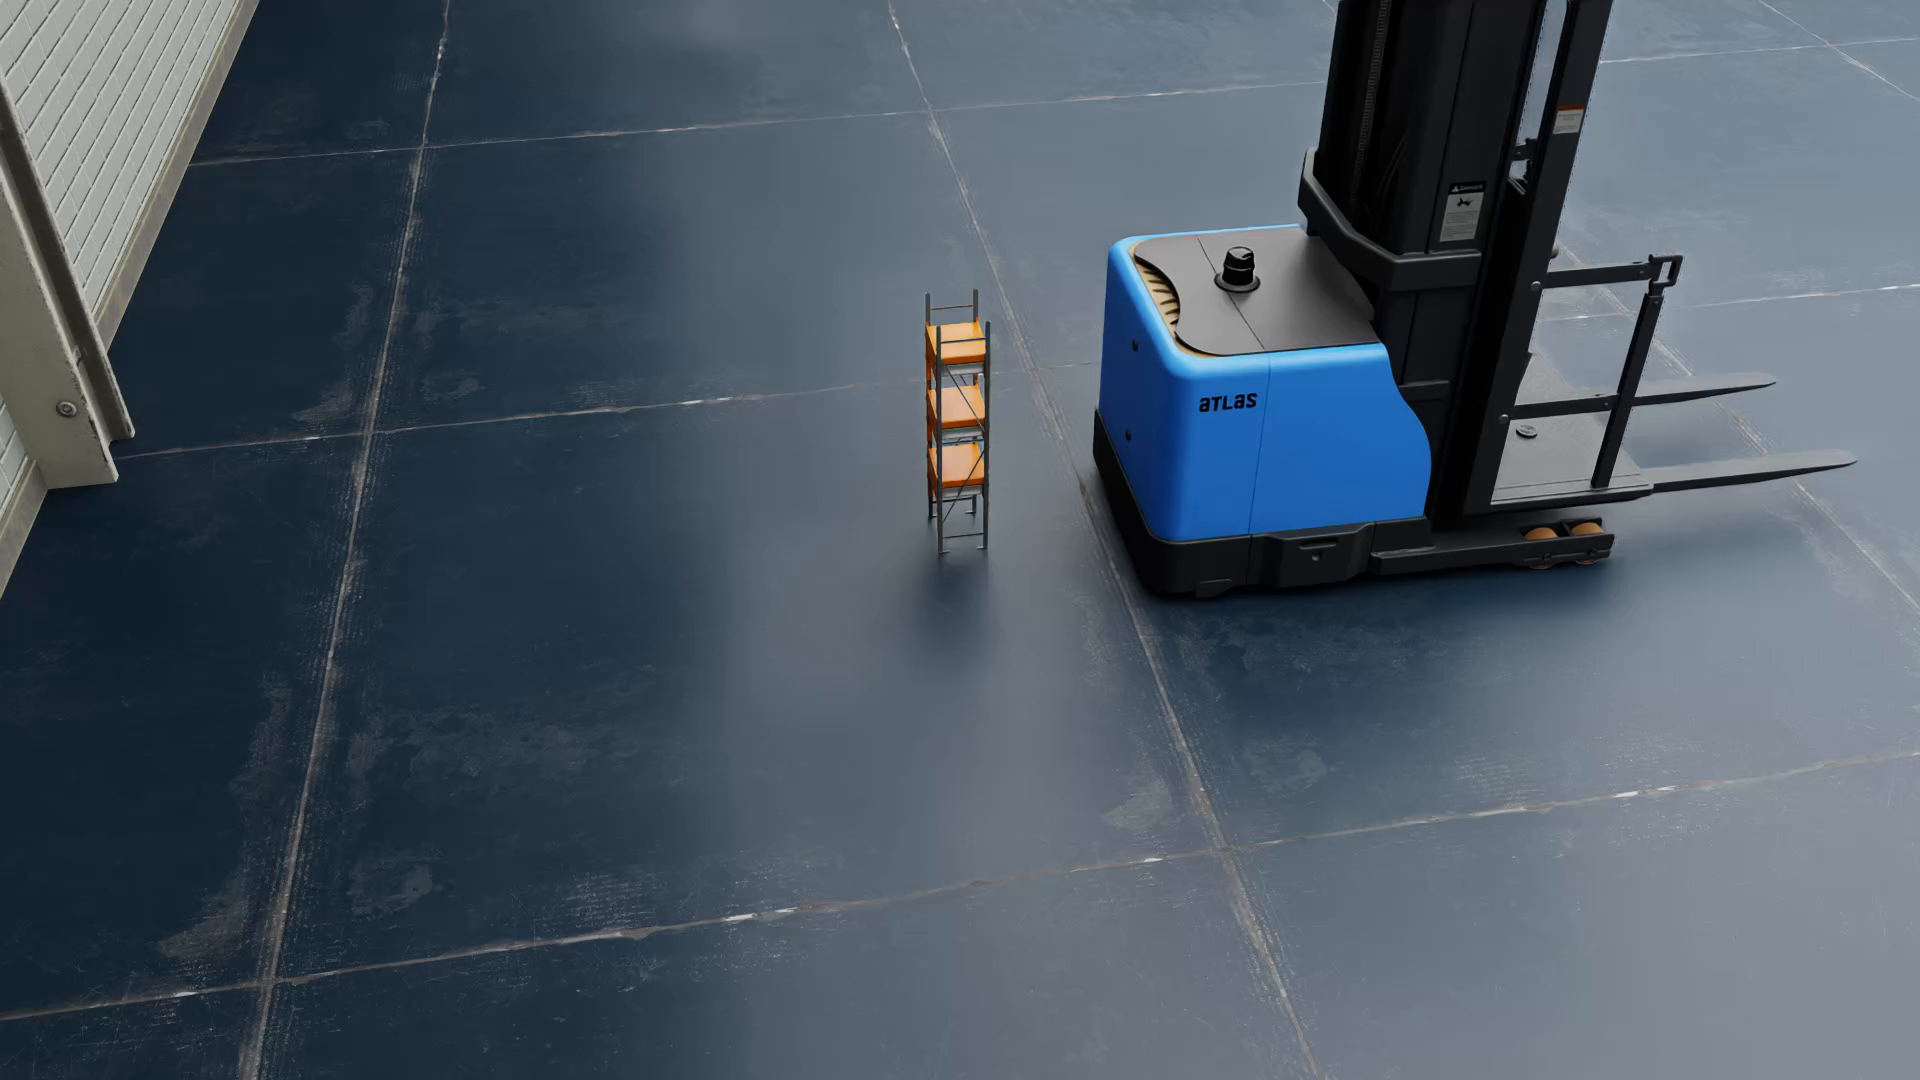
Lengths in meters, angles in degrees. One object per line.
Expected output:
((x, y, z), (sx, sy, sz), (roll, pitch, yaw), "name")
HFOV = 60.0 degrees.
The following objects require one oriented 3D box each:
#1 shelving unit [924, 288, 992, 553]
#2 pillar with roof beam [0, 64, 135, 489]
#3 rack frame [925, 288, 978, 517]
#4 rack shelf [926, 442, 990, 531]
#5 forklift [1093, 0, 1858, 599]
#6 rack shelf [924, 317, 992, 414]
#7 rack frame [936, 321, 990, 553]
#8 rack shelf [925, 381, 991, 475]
((-0.009, -0.447, 6.470), (0.215, 1.050, 0.252), (-6, 38, -8), "shelving unit")
((0.465, -4.365, 5.034), (9.100, 9.000, 0.400), (-6, 38, -8), "pillar with roof beam")
((-0.031, -0.521, 6.564), (0.200, 1.050, 0.008), (-6, 38, -8), "rack frame")
((-0.009, -0.219, 6.647), (0.215, 0.259, 0.240), (-6, 38, -8), "rack shelf")
((2.131, -1.356, 6.106), (3.031, 2.935, 1.130), (-6, 38, -7), "forklift")
((-0.009, -0.663, 6.302), (0.215, 0.259, 0.240), (-6, 38, -8), "rack shelf")
((0.012, -0.373, 6.375), (0.200, 1.050, 0.008), (-6, 38, -8), "rack frame")
((-0.009, -0.439, 6.476), (0.215, 0.259, 0.240), (-6, 38, -8), "rack shelf")
